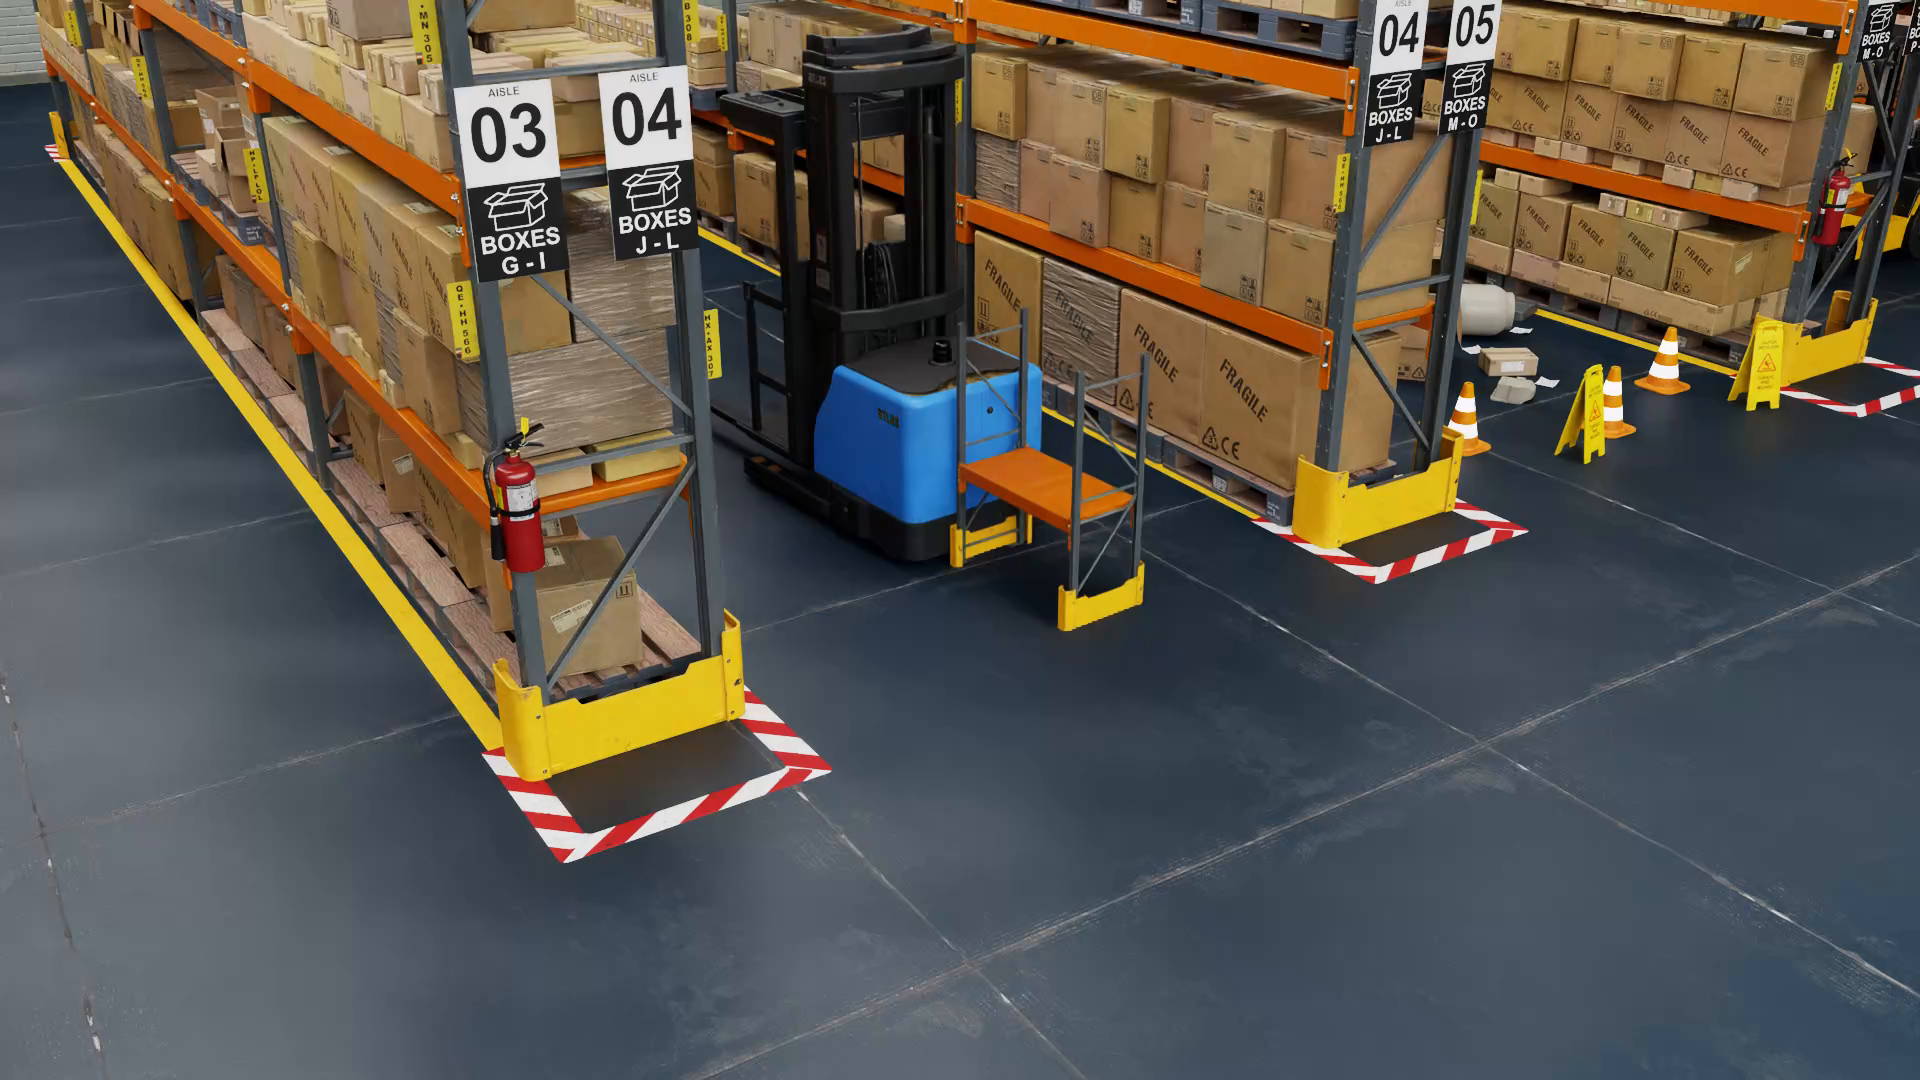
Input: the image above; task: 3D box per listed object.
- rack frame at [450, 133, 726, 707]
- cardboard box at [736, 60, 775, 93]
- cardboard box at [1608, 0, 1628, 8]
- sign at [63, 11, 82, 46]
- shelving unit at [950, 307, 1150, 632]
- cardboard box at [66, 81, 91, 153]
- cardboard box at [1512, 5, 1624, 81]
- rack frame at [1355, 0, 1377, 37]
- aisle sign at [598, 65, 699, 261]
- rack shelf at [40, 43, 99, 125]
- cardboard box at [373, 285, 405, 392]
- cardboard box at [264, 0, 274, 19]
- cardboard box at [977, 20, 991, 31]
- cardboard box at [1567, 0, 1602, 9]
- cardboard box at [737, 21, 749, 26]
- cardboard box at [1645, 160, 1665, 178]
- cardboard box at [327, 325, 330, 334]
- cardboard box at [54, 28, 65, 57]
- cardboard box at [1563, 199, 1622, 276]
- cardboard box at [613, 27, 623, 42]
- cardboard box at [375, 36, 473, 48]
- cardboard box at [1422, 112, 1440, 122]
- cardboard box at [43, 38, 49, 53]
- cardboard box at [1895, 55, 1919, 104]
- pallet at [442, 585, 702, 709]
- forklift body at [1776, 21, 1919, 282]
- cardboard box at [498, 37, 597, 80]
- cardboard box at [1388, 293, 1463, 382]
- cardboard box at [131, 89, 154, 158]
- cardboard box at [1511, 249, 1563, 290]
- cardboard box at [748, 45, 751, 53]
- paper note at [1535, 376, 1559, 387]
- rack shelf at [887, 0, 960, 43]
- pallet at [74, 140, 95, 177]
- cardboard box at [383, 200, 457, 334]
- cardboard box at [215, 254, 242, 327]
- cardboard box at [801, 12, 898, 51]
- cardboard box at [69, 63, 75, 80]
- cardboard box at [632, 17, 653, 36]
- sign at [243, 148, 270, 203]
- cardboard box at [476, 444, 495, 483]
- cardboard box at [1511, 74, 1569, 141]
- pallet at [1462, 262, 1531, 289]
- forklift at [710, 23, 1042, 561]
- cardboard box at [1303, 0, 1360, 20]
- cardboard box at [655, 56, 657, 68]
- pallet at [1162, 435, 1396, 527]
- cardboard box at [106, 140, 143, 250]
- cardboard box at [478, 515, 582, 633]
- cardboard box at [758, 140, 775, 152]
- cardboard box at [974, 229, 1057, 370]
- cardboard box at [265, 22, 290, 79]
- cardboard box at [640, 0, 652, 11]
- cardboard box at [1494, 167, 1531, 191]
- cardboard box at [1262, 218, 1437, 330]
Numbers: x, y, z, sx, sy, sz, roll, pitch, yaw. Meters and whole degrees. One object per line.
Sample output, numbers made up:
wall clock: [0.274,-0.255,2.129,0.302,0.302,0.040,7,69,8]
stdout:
rack frame: [-1.602,-0.376,7.534,1.000,3.000,0.127,-16,29,-30]
cardboard box: [-1.739,-4.179,15.472,0.500,0.500,0.500,-15,29,-29]
cardboard box: [7.580,-6.134,18.853,0.380,0.149,0.250,-15,29,-29]
sign: [-8.617,-4.966,16.149,0.100,0.325,0.005,-16,29,-30]
shelving unit: [0.490,-0.427,9.397,0.587,1.500,1.083,-18,31,-33]
cardboard box: [-9.920,-5.118,19.575,0.875,0.875,0.875,-16,29,-30]
cardboard box: [5.088,-4.167,13.926,0.700,0.500,0.500,-16,30,-31]
rack frame: [2.609,-4.209,8.625,1.000,3.000,0.127,-16,29,-30]
aisle sign: [-1.317,-1.600,7.080,0.394,0.787,0.004,-16,29,-30]
rack shelf: [-9.244,-5.059,18.294,1.077,0.370,4.000,-16,29,-30]
cardboard box: [-2.489,-1.099,8.599,0.875,0.500,0.500,-16,29,-30]
cardboard box: [-3.664,-3.009,9.304,0.380,0.149,0.250,-17,30,-32]
cardboard box: [0.453,-6.506,20.695,0.500,0.250,0.500,-16,30,-31]
cardboard box: [7.371,-6.100,19.249,0.500,0.250,0.500,-15,29,-29]
cardboard box: [-2.127,-5.098,16.640,0.380,0.149,0.250,-16,29,-30]
cardboard box: [5.777,-3.027,13.443,0.380,0.149,0.250,-15,29,-29]
cardboard box: [-3.490,-1.284,9.750,0.380,0.149,0.250,-16,29,-30]
cardboard box: [-9.451,-5.381,17.962,0.500,0.250,0.500,-16,30,-31]
cardboard box: [5.488,-2.565,14.021,0.500,0.500,0.500,-16,30,-31]
cardboard box: [-3.392,-5.283,17.381,0.380,0.149,0.250,-16,30,-30]
cardboard box: [-2.488,-2.266,7.732,0.380,0.149,0.250,-15,29,-29]
cardboard box: [4.421,-3.816,15.113,0.380,0.149,0.250,-16,29,-30]
cardboard box: [-10.278,-5.690,19.084,0.380,0.149,0.250,-16,30,-30]
cardboard box: [9.530,-4.552,16.262,0.500,0.500,0.500,-15,29,-29]
pallet: [-2.057,0.559,8.819,1.003,0.211,1.213,-16,29,-30]
forklift body: [8.294,-3.713,15.596,2.313,2.155,1.214,-16,29,-30]
cardboard box: [-1.860,-2.175,7.538,0.380,0.149,0.250,-16,30,-30]
cardboard box: [3.621,-1.595,13.040,0.637,0.503,0.797,7,26,15]
cardboard box: [-6.713,-3.581,14.206,0.500,0.500,0.500,-16,30,-30]
cardboard box: [5.206,-2.412,14.574,0.500,0.250,0.500,-16,30,-30]
cardboard box: [-1.854,-4.788,16.333,0.380,0.149,0.250,-14,29,-27]
paper note: [4.517,-1.217,12.793,0.142,0.019,0.148,18,31,33]
rack shelf: [-0.666,-4.673,13.965,1.077,0.370,4.000,-16,29,-30]
pallet: [-9.834,-4.570,19.684,1.003,0.211,1.213,-16,29,-30]
cardboard box: [-2.387,-1.325,7.906,0.500,0.500,0.500,-16,29,-30]
cardboard box: [-5.587,-2.071,13.537,0.700,0.500,0.500,-17,30,-32]
cardboard box: [-0.962,-4.328,14.617,0.700,0.500,0.500,-16,30,-30]
cardboard box: [-9.156,-4.956,17.528,0.380,0.149,0.250,-15,29,-29]
cardboard box: [-3.114,-5.234,16.930,0.380,0.149,0.250,-14,29,-27]
sign: [-4.249,-2.200,10.040,0.100,0.325,0.005,-16,29,-30]
cardboard box: [-2.066,-0.406,7.891,0.380,0.149,0.250,-16,29,-30]
cardboard box: [5.081,-3.717,14.145,0.500,0.500,0.500,-16,30,-30]
pallet: [4.914,-2.624,15.560,1.003,0.211,1.213,-16,29,-30]
forklift: [-0.780,-1.765,10.555,1.130,2.935,3.031,-18,31,-33]
cardboard box: [2.144,-3.014,9.292,0.380,0.149,0.250,-16,29,-30]
cardboard box: [-2.820,-4.774,16.652,0.380,0.149,0.250,-16,30,-30]
pallet: [2.107,-0.503,11.068,1.003,0.211,1.213,-16,29,-30]
cardboard box: [-7.298,-3.354,15.838,1.225,0.875,0.875,-17,30,-31]
cardboard box: [-2.284,0.131,8.895,0.500,0.500,0.500,-8,26,-16]
cardboard box: [-1.932,-4.059,16.893,0.500,0.250,0.500,-17,30,-32]
cardboard box: [0.710,-1.915,12.789,0.875,0.875,0.875,-15,29,-29]
cardboard box: [-3.461,-2.687,9.090,0.500,0.250,0.500,-16,30,-30]
cardboard box: [-3.272,-5.847,18.227,0.380,0.149,0.250,-17,30,-31]
cardboard box: [4.914,-3.179,14.562,0.380,0.149,0.250,-14,29,-28]
cardboard box: [2.368,-1.686,10.132,0.875,0.550,0.550,-16,29,-30]
